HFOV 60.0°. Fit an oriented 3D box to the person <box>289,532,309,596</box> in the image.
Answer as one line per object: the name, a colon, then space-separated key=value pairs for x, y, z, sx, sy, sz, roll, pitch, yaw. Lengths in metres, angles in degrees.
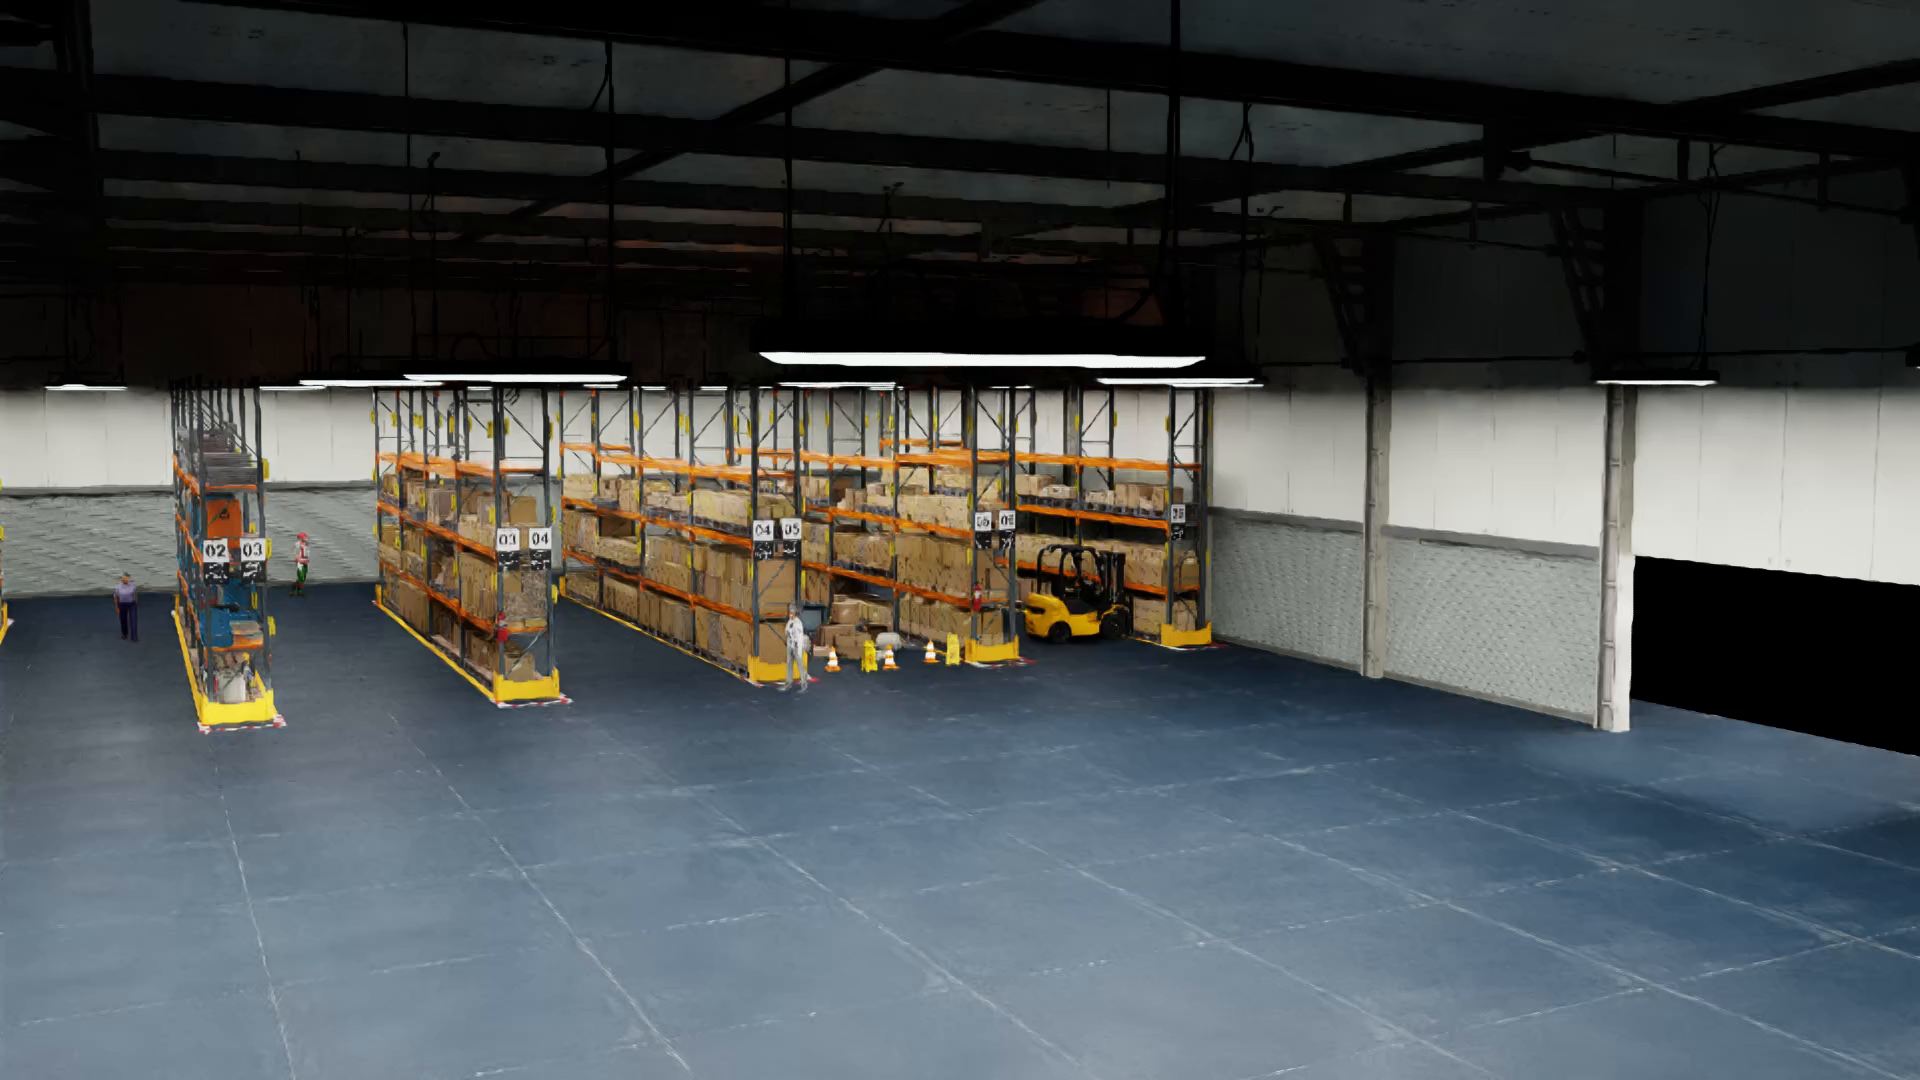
person: x=-18.541 y=0.677 z=46.637 sx=0.460 sy=1.780 sz=0.704 roll=1 pitch=5 yaw=7

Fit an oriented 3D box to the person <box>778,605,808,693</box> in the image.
person: x=-3.187 y=2.057 z=31.670 sx=0.490 sy=1.675 sz=0.657 roll=-3 pitch=6 yaw=-30

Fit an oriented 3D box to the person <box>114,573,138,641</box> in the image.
person: x=-19.182 y=1.527 z=38.256 sx=0.479 sy=1.567 sz=1.090 roll=-2 pitch=6 yaw=-24

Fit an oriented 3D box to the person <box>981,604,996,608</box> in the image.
person: x=0.670 y=1.429 z=39.201 sx=0.468 sy=1.600 sz=0.405 roll=3 pitch=6 yaw=31
